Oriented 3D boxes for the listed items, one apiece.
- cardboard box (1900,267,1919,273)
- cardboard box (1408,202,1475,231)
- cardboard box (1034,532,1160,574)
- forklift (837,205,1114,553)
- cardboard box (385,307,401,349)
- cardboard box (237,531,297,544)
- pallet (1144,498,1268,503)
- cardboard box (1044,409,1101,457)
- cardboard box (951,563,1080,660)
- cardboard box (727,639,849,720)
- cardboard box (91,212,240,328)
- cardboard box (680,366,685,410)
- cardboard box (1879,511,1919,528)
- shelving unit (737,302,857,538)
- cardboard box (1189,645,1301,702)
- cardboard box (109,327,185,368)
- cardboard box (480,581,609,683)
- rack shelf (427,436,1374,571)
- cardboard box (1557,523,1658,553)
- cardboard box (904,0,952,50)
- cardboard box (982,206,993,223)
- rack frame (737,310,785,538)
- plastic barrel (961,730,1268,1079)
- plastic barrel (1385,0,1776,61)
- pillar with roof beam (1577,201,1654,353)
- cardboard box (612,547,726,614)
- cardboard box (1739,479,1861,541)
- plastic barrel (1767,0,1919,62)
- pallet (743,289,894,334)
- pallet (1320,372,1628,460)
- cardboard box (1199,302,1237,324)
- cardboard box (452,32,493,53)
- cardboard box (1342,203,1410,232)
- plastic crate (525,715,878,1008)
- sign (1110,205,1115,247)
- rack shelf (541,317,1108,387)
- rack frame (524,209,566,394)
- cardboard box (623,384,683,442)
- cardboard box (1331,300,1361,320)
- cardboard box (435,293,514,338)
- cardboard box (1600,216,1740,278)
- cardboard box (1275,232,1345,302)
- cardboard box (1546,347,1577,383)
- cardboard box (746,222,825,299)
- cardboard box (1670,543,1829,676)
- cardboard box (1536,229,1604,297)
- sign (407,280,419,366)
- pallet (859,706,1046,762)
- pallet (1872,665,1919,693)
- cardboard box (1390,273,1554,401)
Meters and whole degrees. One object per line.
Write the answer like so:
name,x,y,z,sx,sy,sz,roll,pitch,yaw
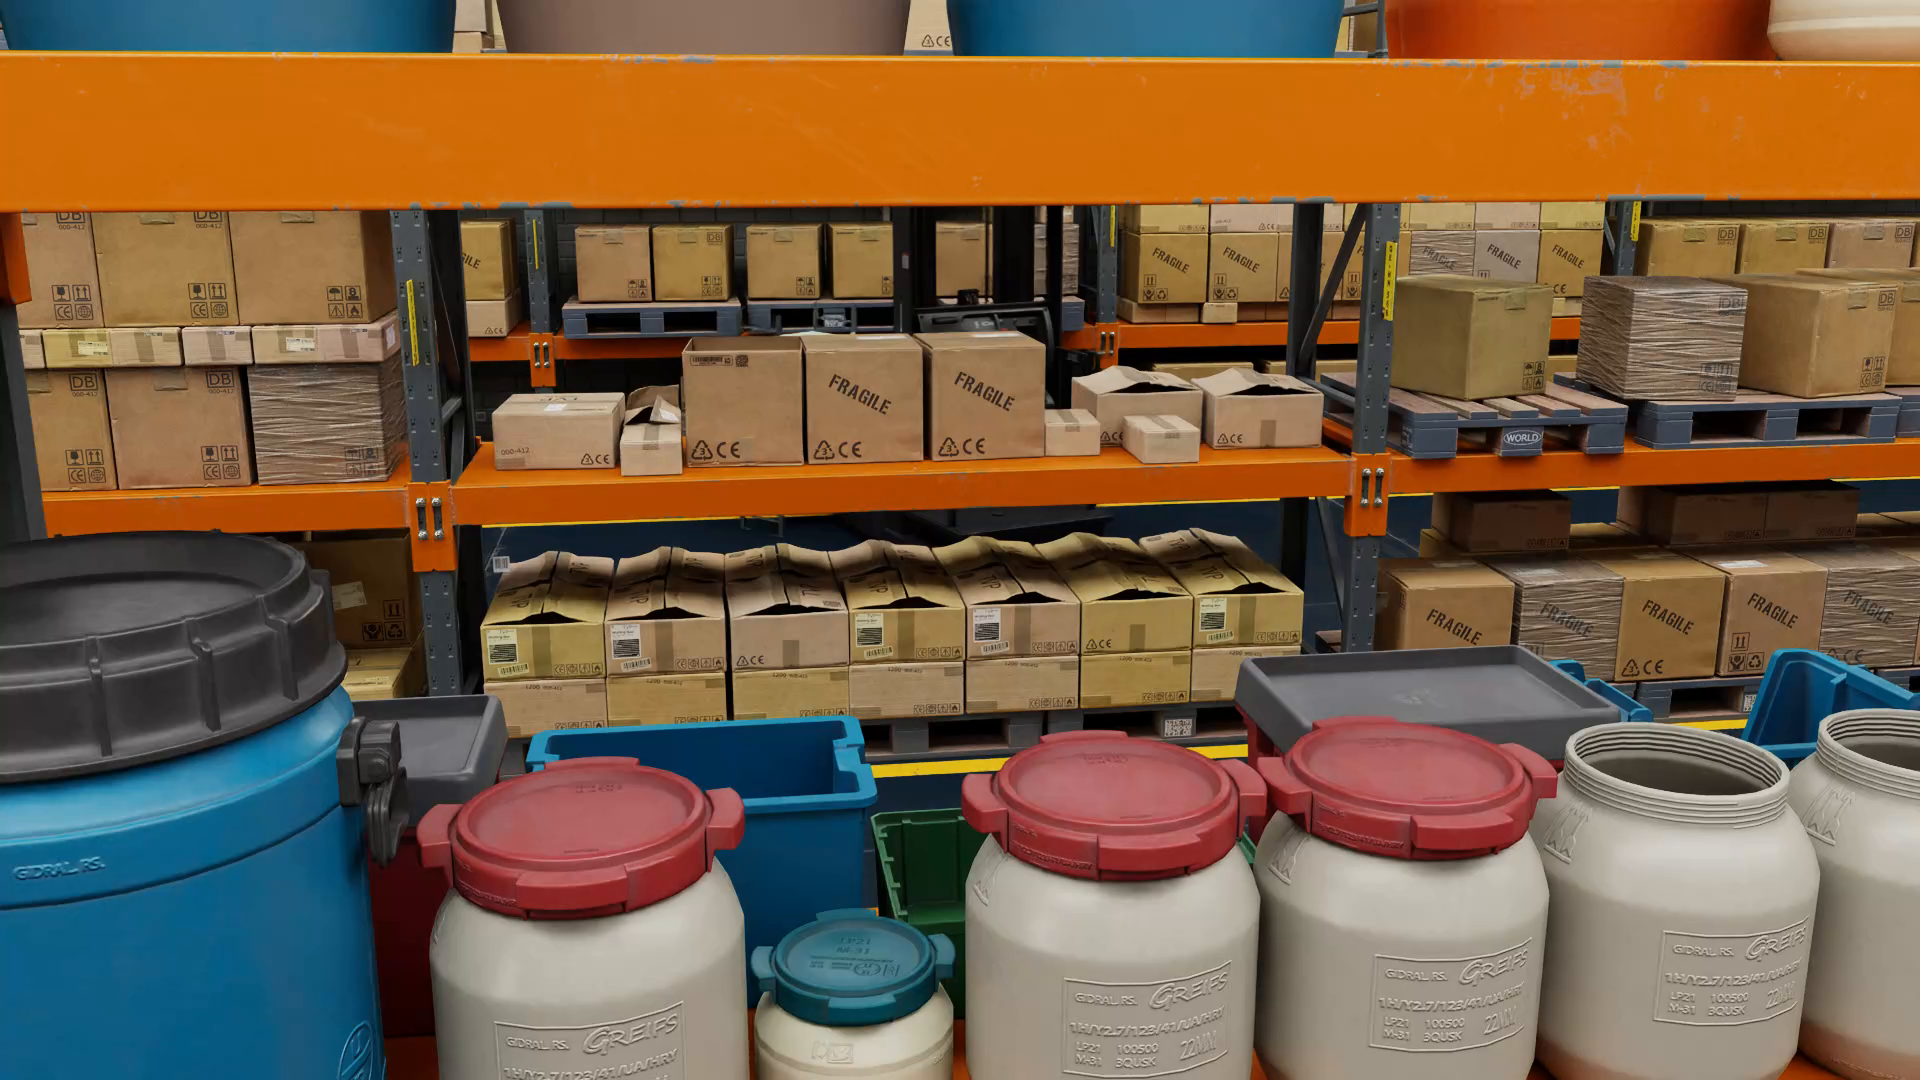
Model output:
cardboard box,5.188,-1.102,8.381,0.500,0.500,0.700,-7,16,-27
cardboard box,3.513,-2.458,12.455,0.500,0.250,0.500,-2,14,-7
cardboard box,0.654,0.159,8.057,0.500,0.311,0.500,-2,14,-10
forklift,0.266,-1.268,10.251,1.130,2.935,3.031,-7,16,-27
cardboard box,-2.516,-0.923,7.198,0.250,0.149,0.380,-2,14,-8
cardboard box,-3.220,0.205,7.487,0.500,0.500,0.500,-2,14,-8
pallet,1.783,-0.517,12.851,1.213,0.211,1.003,-2,14,-8
cardboard box,0.482,-0.487,7.512,0.250,0.149,0.380,-1,14,-4
cardboard box,0.241,0.306,7.471,0.500,0.311,0.500,-2,14,-9
cardboard box,-0.768,0.614,7.396,0.500,0.250,0.500,-3,14,-10
cardboard box,-3.158,-1.165,6.827,0.500,0.500,0.700,-2,14,-8
cardboard box,-1.802,-1.127,12.241,0.500,0.250,0.500,-2,14,-9
cardboard box,5.175,0.145,8.712,0.500,0.500,0.500,-3,14,-11
shelving unit,-1.110,-0.842,11.455,0.431,1.500,0.755,12,18,37
cardboard box,1.250,0.540,7.693,0.500,0.250,0.500,-2,14,-7
cardboard box,-3.221,-0.797,6.693,0.250,0.149,0.380,-2,14,-8
cardboard box,-1.775,0.380,7.178,0.500,0.311,0.500,-2,14,-8
rack shelf,-0.243,-0.247,7.518,4.000,0.370,1.077,-2,14,-8
cardboard box,3.136,0.222,8.405,0.500,0.500,0.500,-3,14,-10
cardboard box,-0.321,-2.164,6.962,0.500,0.250,0.500,-3,14,-13
cardboard box,0.340,-2.401,12.187,0.250,0.149,0.380,-5,15,-18
rack frame,-1.338,-0.774,11.177,0.400,1.500,0.023,12,18,37
plastic barrel,0.217,0.594,2.408,0.433,0.535,0.433,0,14,0
plastic barrel,0.977,-1.139,2.546,0.708,0.830,0.600,-2,14,-8
pillar with roof beam,6.153,-4.112,9.120,0.400,9.000,9.100,-2,14,-8
cardboard box,-1.350,0.231,7.772,0.500,0.311,0.500,-2,14,-7
cardboard box,4.186,-0.183,8.476,0.500,0.250,0.500,-2,14,-8
plastic barrel,1.246,-0.762,2.213,0.301,0.262,0.301,0,14,0
pallet,-0.959,-1.685,12.169,1.213,0.211,1.003,-2,14,-8
pallet,2.394,-0.617,7.908,1.003,0.211,1.213,-2,14,-8
cardboard box,1.879,-1.700,12.309,0.250,0.149,0.380,-2,14,-7
cardboard box,-3.428,-3.150,11.203,0.500,0.500,0.500,-2,14,-7
cardboard box,3.009,-2.439,12.381,0.500,0.250,0.500,-2,14,-9
plastic crate,-0.442,0.561,2.850,0.575,0.384,0.392,-2,14,-8
sign,1.083,-2.253,11.820,0.005,0.325,0.100,-2,14,-8
rack shelf,-0.985,-1.438,12.269,4.000,0.370,1.077,-2,14,-8
rack frame,-2.963,-1.715,11.893,0.127,3.000,1.000,-2,14,-8
cardboard box,-1.379,-0.534,7.461,0.258,0.266,0.396,-2,14,-10
cardboard box,2.868,-1.762,12.556,0.250,0.149,0.380,-2,14,-8
cardboard box,-3.386,-1.562,11.549,0.500,0.250,0.500,-2,14,-8
cardboard box,5.487,-2.166,13.075,0.700,0.700,0.980,-2,14,-7
cardboard box,2.521,-2.053,12.382,0.500,0.500,0.500,-2,14,-9
cardboard box,4.325,-1.111,13.040,0.750,0.750,0.750,-2,14,-8
cardboard box,-1.254,-2.037,12.067,0.500,0.500,0.700,0,14,-1
cardboard box,3.756,0.326,7.991,0.500,0.500,0.500,-3,14,-10
cardboard box,4.529,-2.130,12.689,0.500,0.500,0.500,-2,14,-9
sign,-2.137,-0.848,6.495,0.005,0.325,0.100,-2,14,-8
pallet,-0.289,0.748,7.804,1.213,0.211,1.003,-2,14,-8
pallet,4.891,0.578,8.483,1.213,0.211,1.003,-2,14,-8
cardboard box,2.340,-0.970,7.856,0.500,0.500,0.700,-7,16,-27
